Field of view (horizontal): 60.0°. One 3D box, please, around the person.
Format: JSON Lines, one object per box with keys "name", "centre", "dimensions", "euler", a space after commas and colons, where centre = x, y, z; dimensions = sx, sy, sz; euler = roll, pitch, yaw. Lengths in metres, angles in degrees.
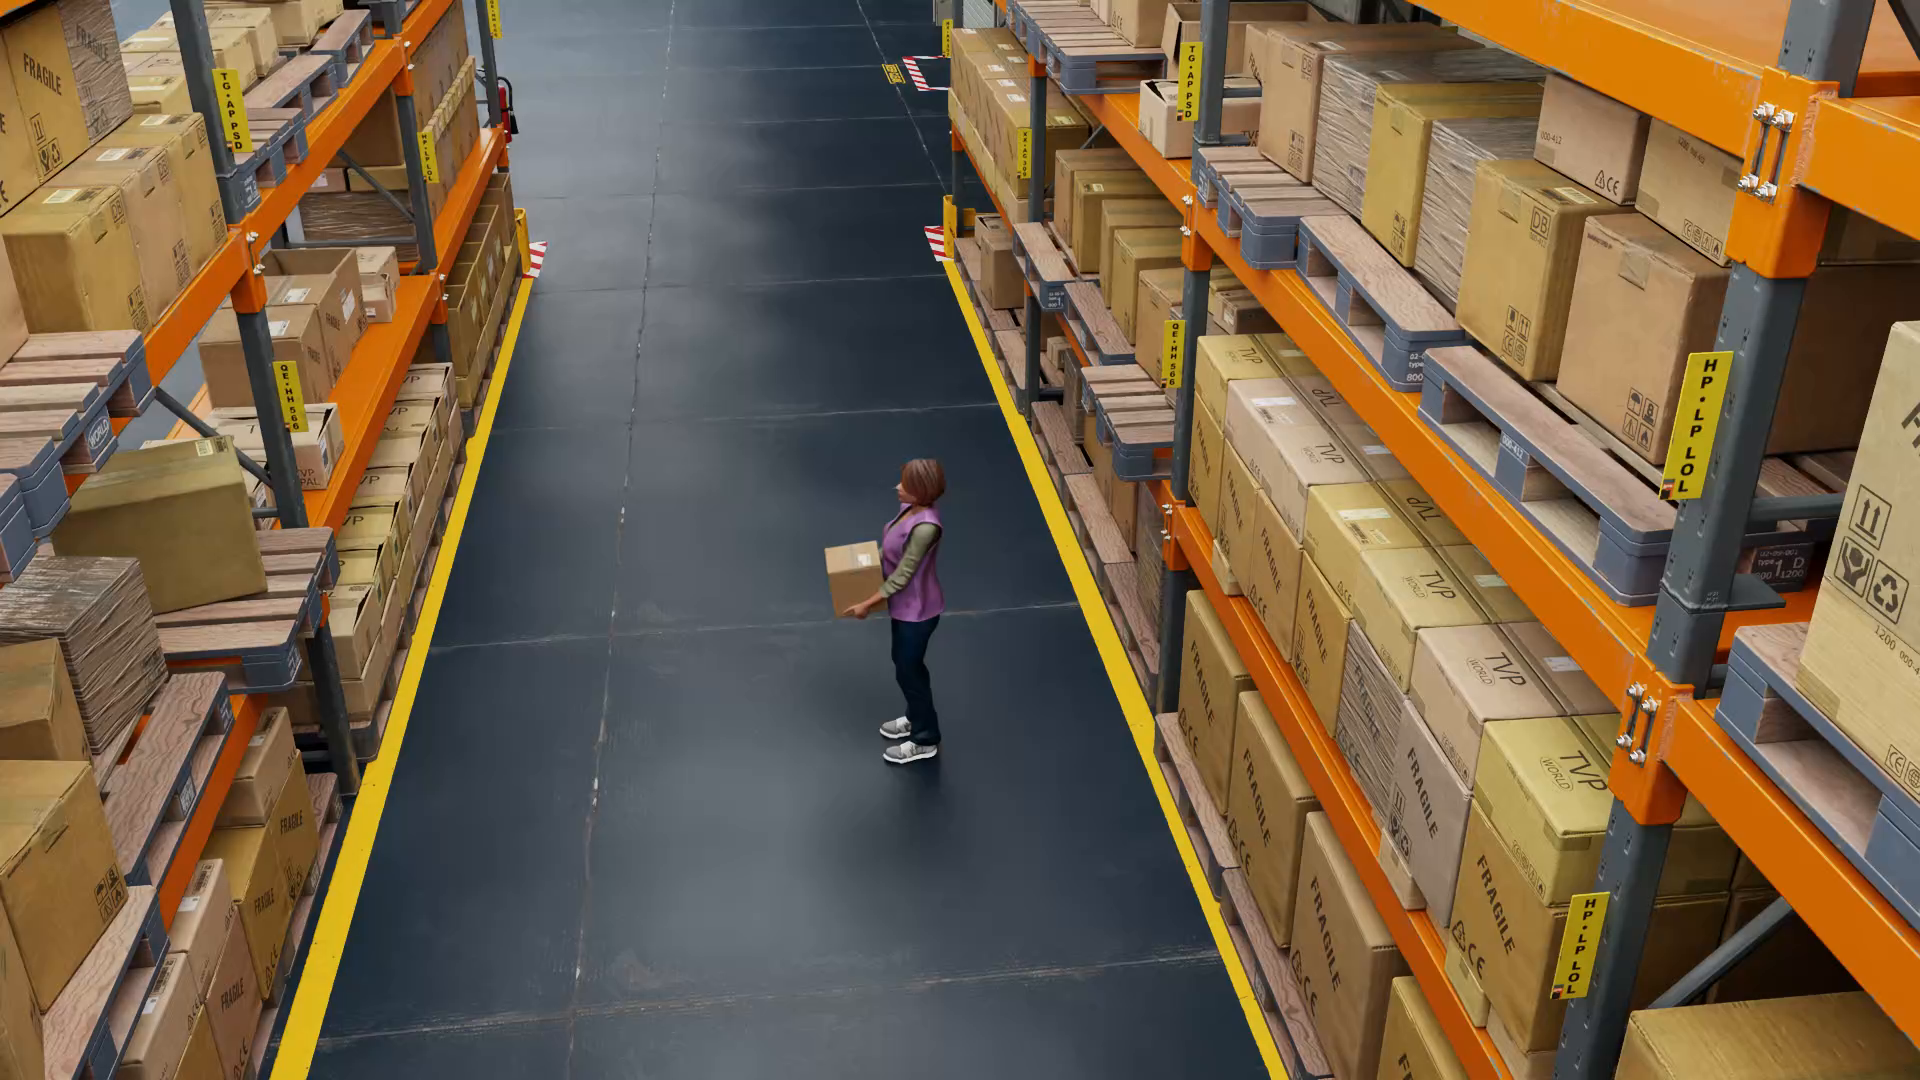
{"name": "person", "centre": [-0.315, 0.335, 7.994], "dimensions": [0.498, 1.589, 0.405], "euler": [-3, 28, -6]}
